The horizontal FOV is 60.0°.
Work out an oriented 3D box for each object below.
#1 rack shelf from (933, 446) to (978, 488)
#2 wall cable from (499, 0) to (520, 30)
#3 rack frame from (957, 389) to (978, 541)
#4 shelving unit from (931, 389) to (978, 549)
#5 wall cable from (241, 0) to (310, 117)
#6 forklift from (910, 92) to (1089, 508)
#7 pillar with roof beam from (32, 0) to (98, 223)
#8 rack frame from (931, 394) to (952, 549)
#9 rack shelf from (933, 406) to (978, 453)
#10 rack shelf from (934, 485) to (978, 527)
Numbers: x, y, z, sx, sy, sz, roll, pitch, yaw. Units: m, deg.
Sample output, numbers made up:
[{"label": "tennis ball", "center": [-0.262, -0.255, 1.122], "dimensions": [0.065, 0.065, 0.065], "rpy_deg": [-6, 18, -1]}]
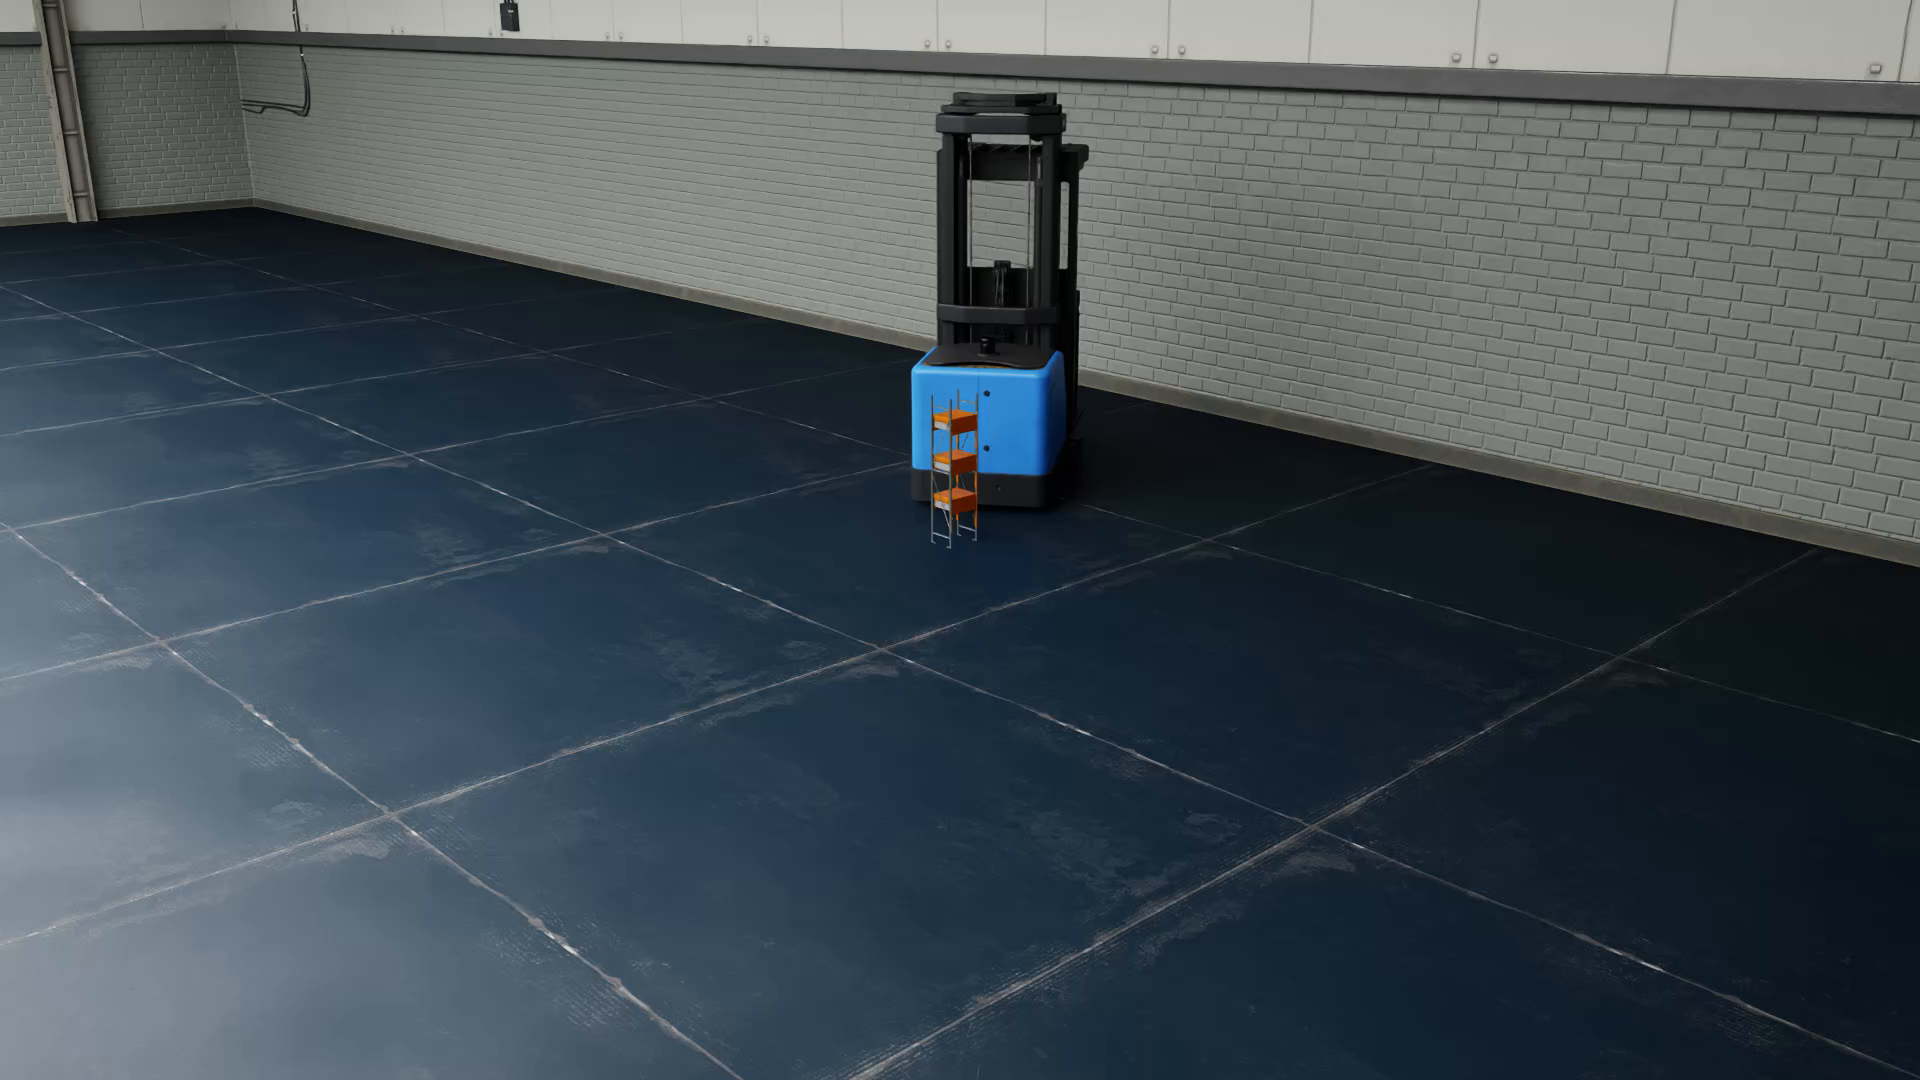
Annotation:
[{"label": "rack shelf", "center": [-0.039, -0.478, 11.412], "dimensions": [0.240, 0.259, 0.215], "rpy_deg": [-16, 24, -41]}, {"label": "wall cable", "center": [-5.426, -9.547, 20.946], "dimensions": [0.169, 6.003, 2.305], "rpy_deg": [-16, 24, -41]}, {"label": "rack frame", "center": [0.050, -0.514, 11.489], "dimensions": [0.008, 1.050, 0.200], "rpy_deg": [-16, 24, -41]}, {"label": "shelving unit", "center": [-0.039, -0.488, 11.409], "dimensions": [0.252, 1.050, 0.215], "rpy_deg": [-16, 24, -41]}, {"label": "wall cable", "center": [-11.937, -8.583, 28.522], "dimensions": [0.112, 2.526, 3.097], "rpy_deg": [-16, 24, -41]}, {"label": "forklift", "center": [0.409, -2.044, 13.159], "dimensions": [1.130, 2.935, 3.031], "rpy_deg": [3, 18, 10]}, {"label": "pillar with roof beam", "center": [-12.029, -8.767, 24.056], "dimensions": [0.400, 9.000, 9.100], "rpy_deg": [-16, 24, -41]}, {"label": "rack frame", "center": [-0.128, -0.462, 11.329], "dimensions": [0.008, 1.050, 0.200], "rpy_deg": [-16, 24, -41]}, {"label": "rack shelf", "center": [-0.039, -0.748, 11.325], "dimensions": [0.240, 0.259, 0.215], "rpy_deg": [-16, 24, -41]}, {"label": "rack shelf", "center": [-0.039, -0.214, 11.498], "dimensions": [0.240, 0.259, 0.215], "rpy_deg": [-16, 24, -41]}]
